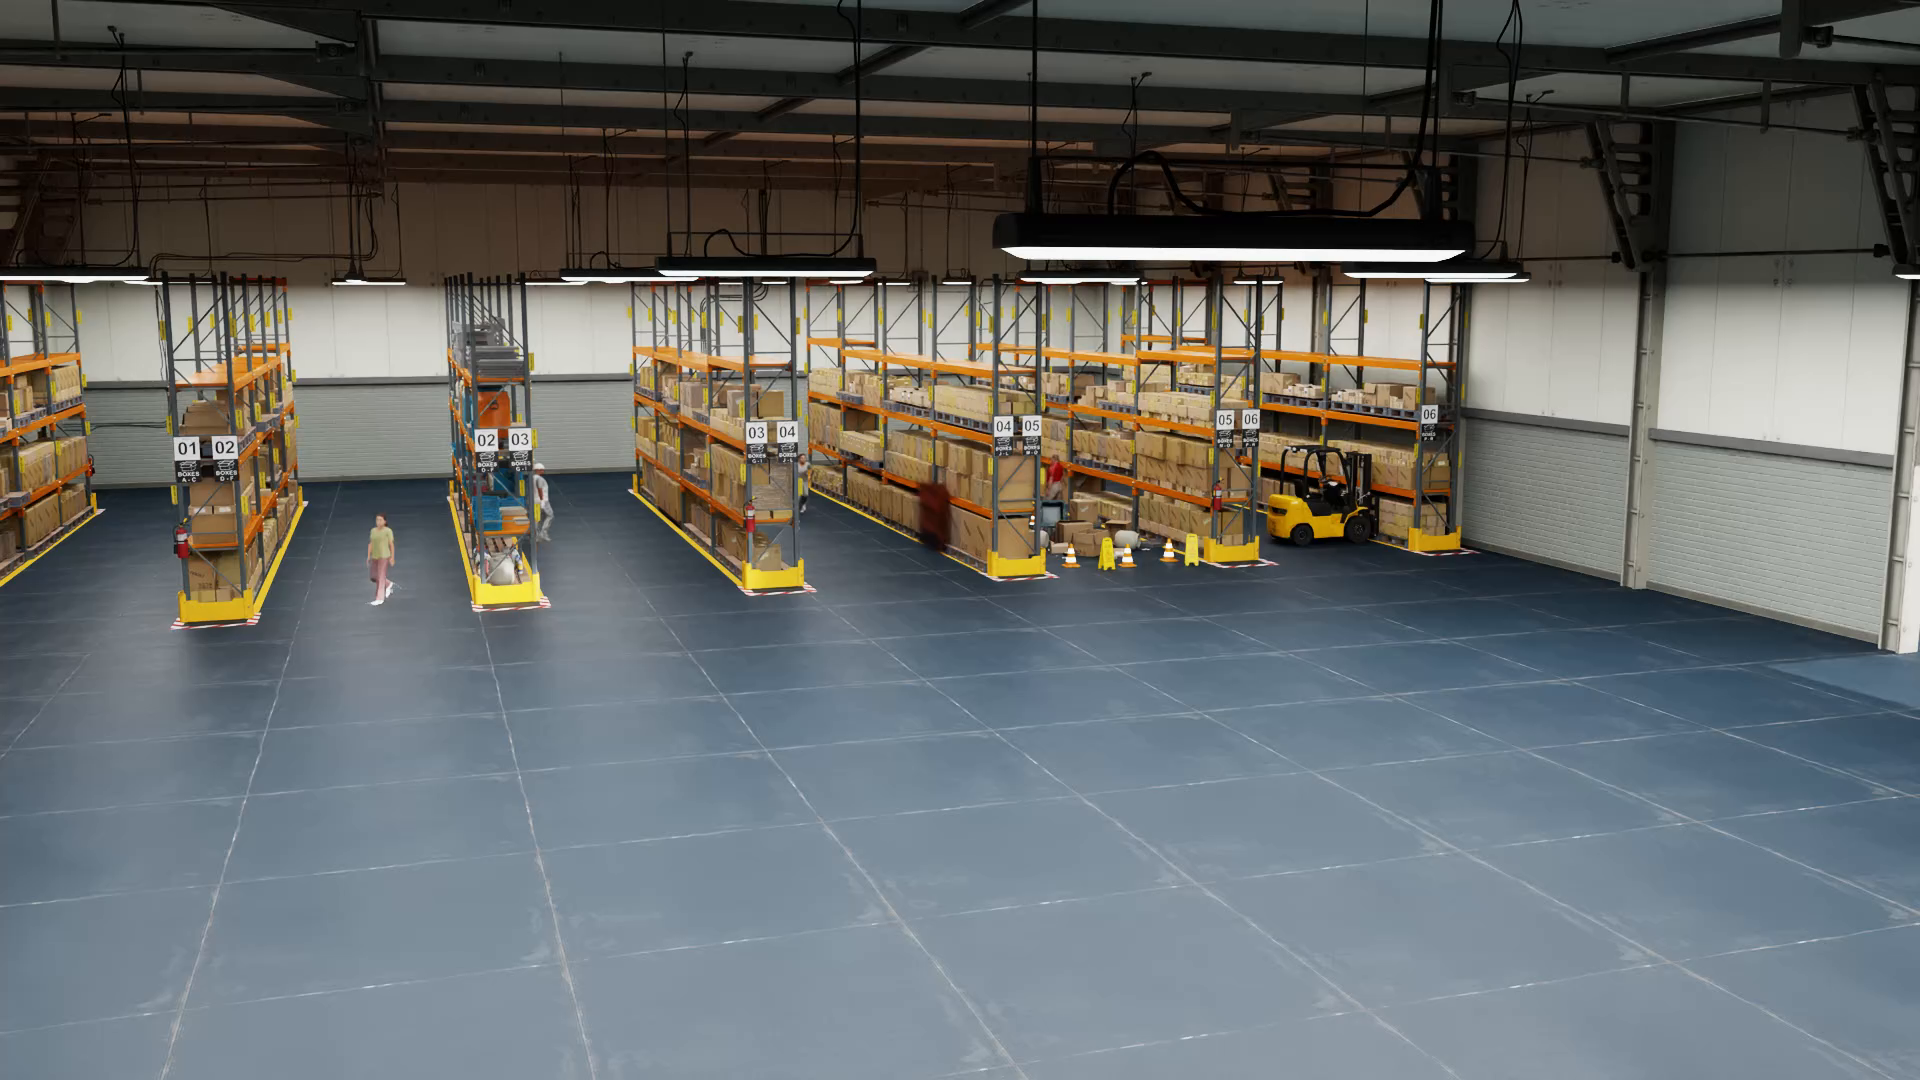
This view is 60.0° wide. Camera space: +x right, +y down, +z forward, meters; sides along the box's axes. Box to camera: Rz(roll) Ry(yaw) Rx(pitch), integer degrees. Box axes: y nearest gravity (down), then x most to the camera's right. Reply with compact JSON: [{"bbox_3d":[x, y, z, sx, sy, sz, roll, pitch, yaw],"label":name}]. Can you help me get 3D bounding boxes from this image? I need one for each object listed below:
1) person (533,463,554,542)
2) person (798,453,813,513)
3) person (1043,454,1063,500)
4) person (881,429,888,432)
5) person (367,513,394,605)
[{"bbox_3d":[-9.563,-0.844,37.761,0.629,1.761,0.525,6,10,34],"label":"person"},{"bbox_3d":[-4.043,-1.465,42.582,0.574,1.571,0.689,-1,9,-10],"label":"person"},{"bbox_3d":[2.299,-1.219,40.558,0.394,1.764,0.576,7,11,39],"label":"person"},{"bbox_3d":[-2.220,-2.393,48.253,0.476,1.687,0.454,2,9,16],"label":"person"},{"bbox_3d":[-10.593,0.321,30.407,0.476,1.649,0.811,2,9,13],"label":"person"}]
